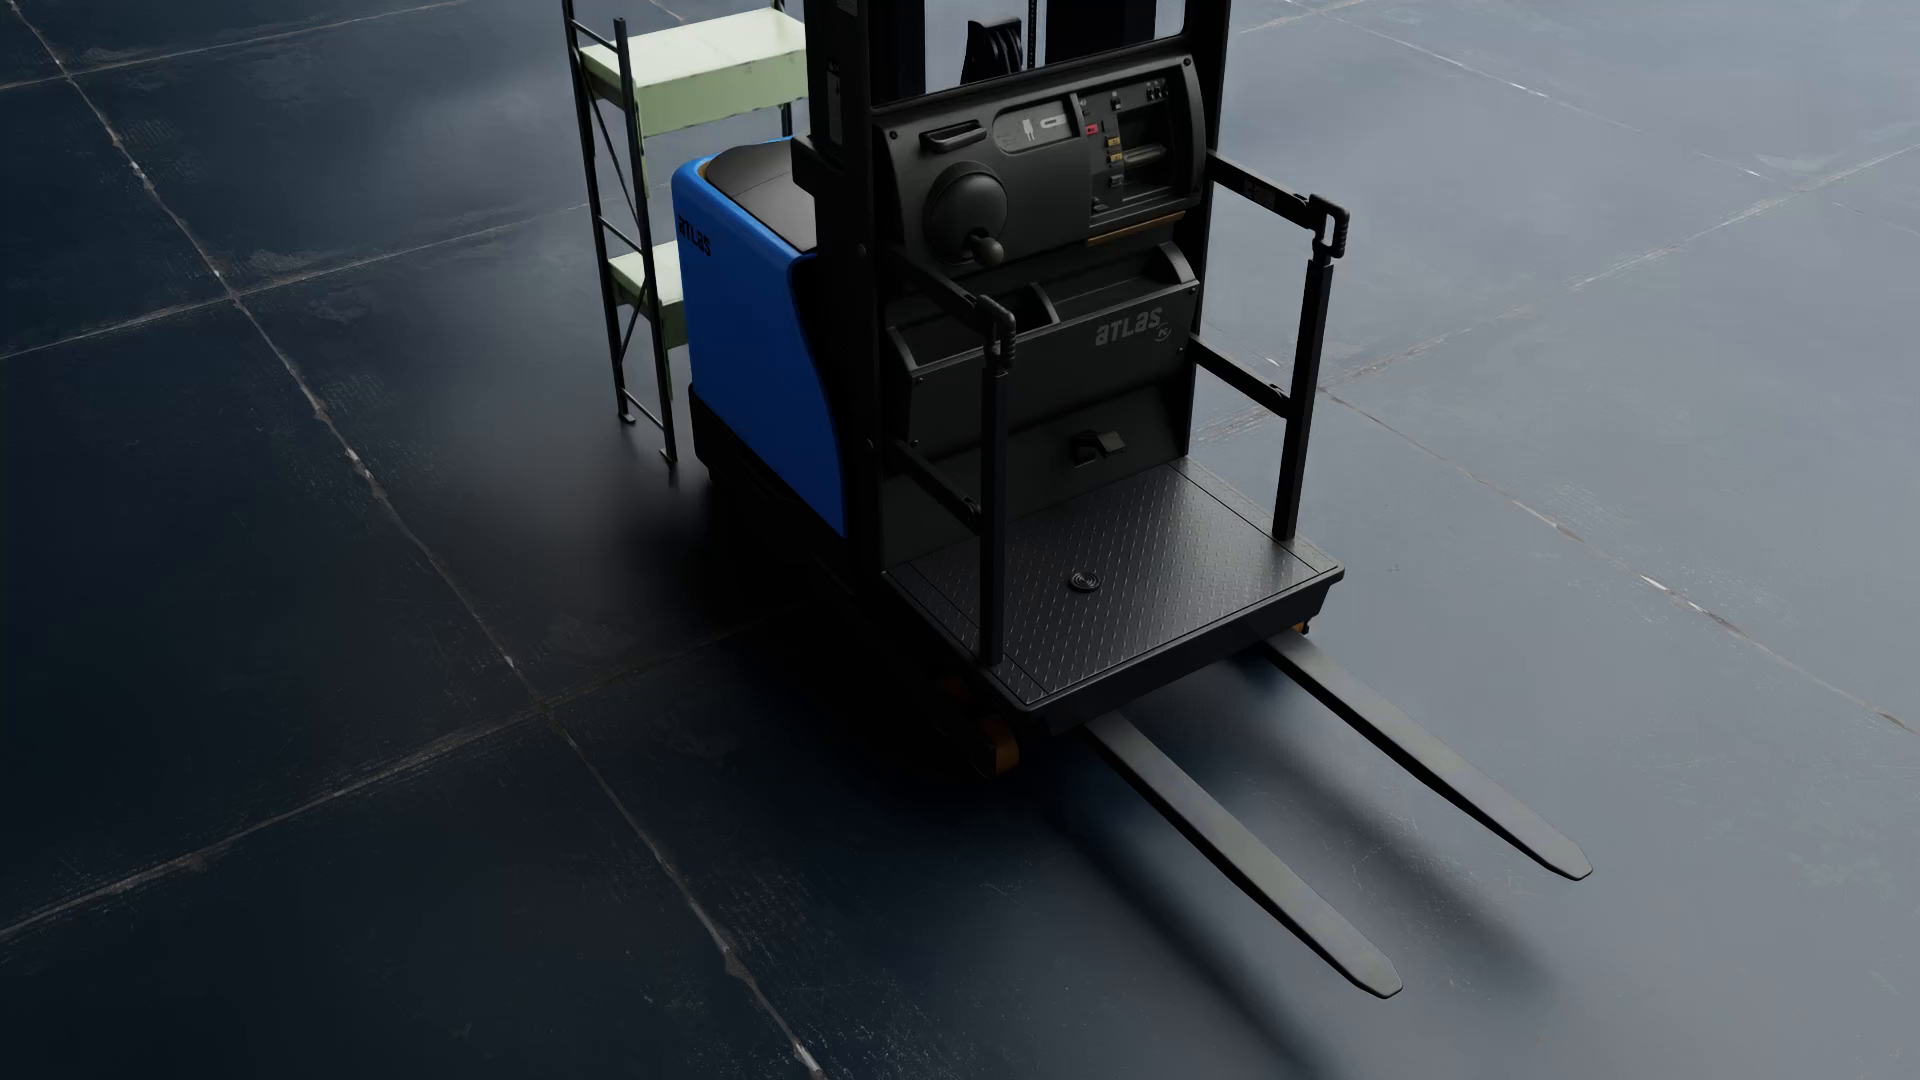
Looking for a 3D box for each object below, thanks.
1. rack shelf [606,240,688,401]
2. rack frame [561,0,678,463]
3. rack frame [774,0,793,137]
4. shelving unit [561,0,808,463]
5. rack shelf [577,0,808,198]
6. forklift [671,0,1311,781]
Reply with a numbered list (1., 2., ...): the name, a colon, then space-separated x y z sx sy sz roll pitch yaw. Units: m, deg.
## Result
1. rack shelf: -0.783 -0.827 5.674 0.720 0.370 0.431 -23 42 -28
2. rack frame: -1.080 -0.967 5.310 0.023 1.500 0.400 -23 42 -28
3. rack frame: -0.486 -1.216 5.657 0.023 1.500 0.400 -23 42 -28
4. shelving unit: -0.783 -1.092 5.483 0.755 1.500 0.431 -23 42 -28
5. rack shelf: -0.783 -1.408 5.255 0.720 0.370 0.431 -23 42 -28
6. forklift: 0.345 -0.883 3.968 1.130 2.935 3.031 -21 41 -26
